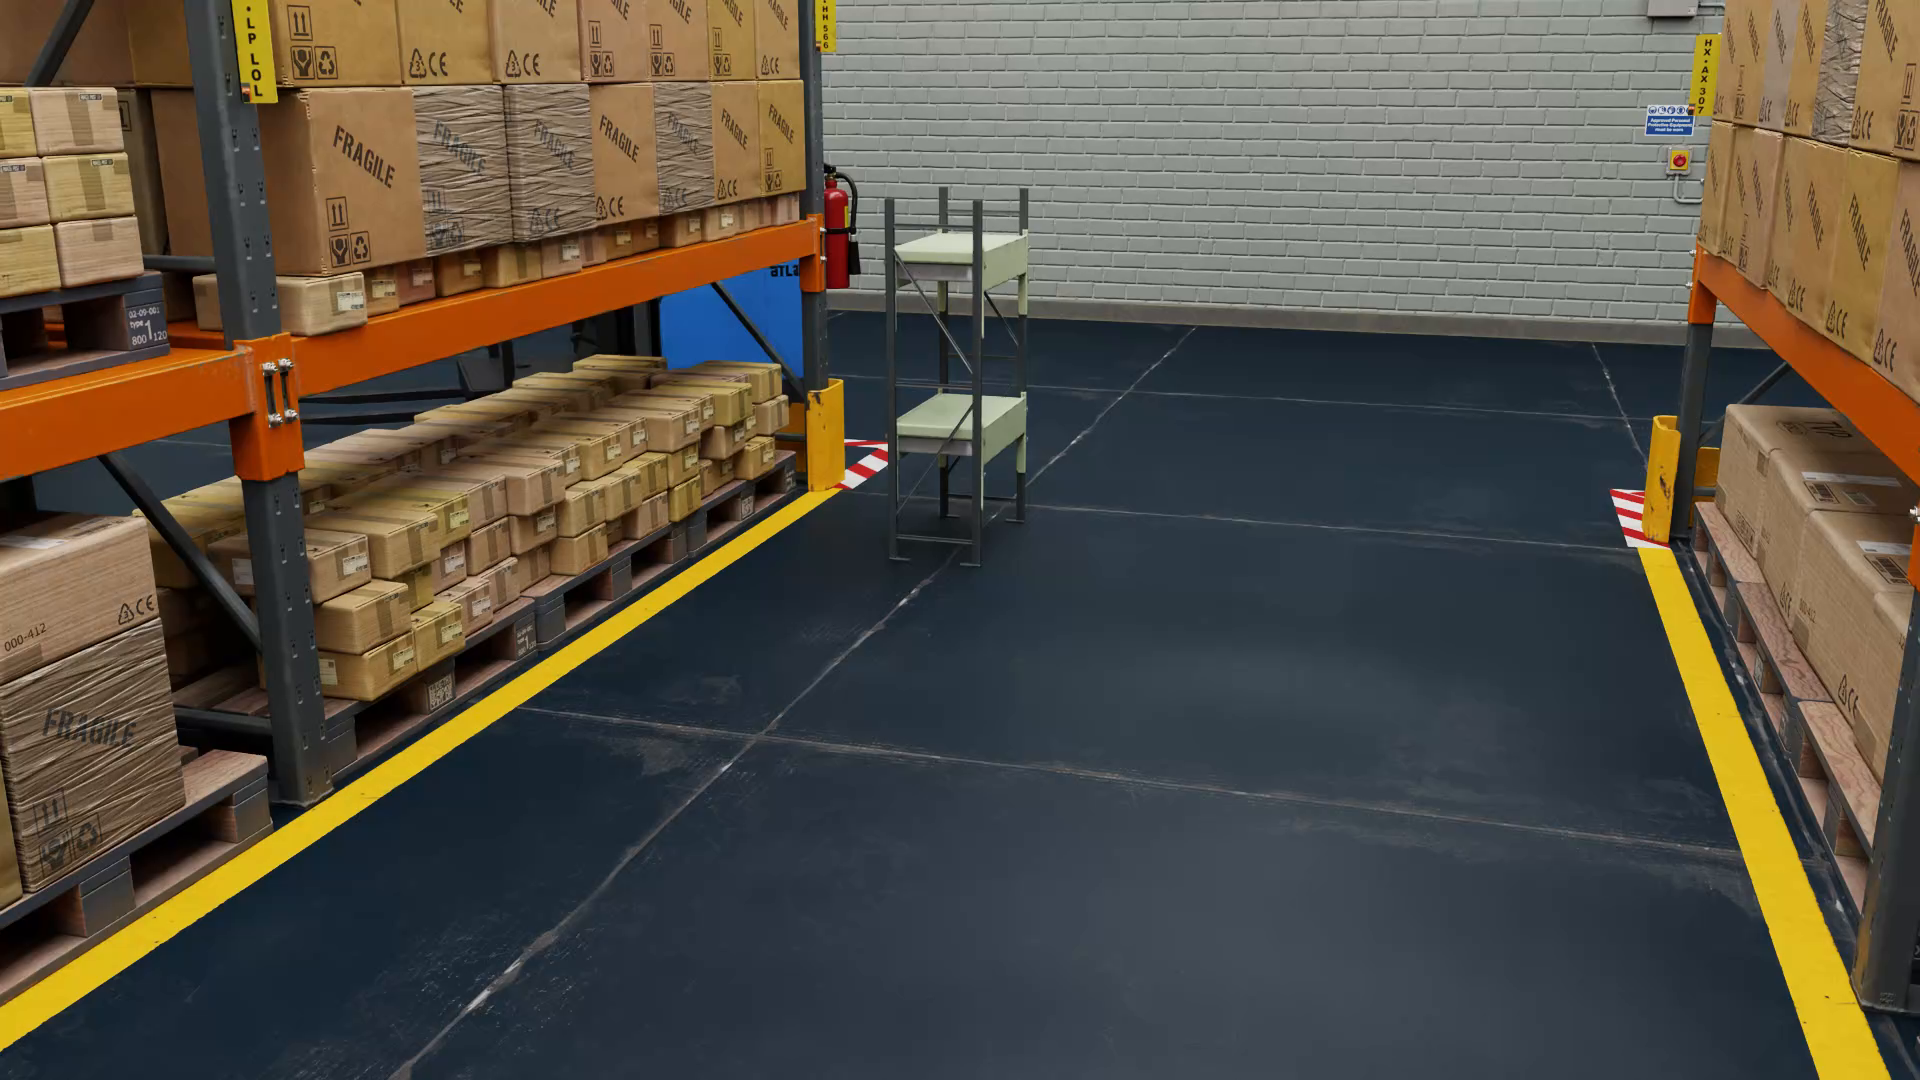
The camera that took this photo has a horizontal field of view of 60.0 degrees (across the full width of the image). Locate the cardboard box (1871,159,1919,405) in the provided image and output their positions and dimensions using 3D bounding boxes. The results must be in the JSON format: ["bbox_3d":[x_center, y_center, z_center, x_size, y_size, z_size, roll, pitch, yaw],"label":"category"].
[{"bbox_3d":[2.371,-0.571,3.664,0.500,0.500,0.500,5,17,16],"label":"cardboard box"}]

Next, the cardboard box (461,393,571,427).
[{"bbox_3d":[-1.865,-0.511,7.000,0.380,0.149,0.250,5,17,18],"label":"cardboard box"}]

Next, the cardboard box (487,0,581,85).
[{"bbox_3d":[-1.623,-1.777,5.537,0.500,0.500,0.500,5,17,17],"label":"cardboard box"}]

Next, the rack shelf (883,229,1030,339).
[{"bbox_3d":[-0.002,-1.095,7.012,0.431,0.370,0.720,5,16,16],"label":"rack shelf"}]

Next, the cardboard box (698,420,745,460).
[{"bbox_3d":[-1.176,-0.463,7.376,0.380,0.149,0.250,4,16,14],"label":"cardboard box"}]

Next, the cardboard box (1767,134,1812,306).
[{"bbox_3d":[2.804,-0.975,5.086,0.500,0.500,0.500,5,17,18],"label":"cardboard box"}]

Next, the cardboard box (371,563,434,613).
[{"bbox_3d":[-1.895,0.144,5.236,0.380,0.149,0.250,5,17,16],"label":"cardboard box"}]

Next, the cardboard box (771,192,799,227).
[{"bbox_3d":[-0.975,-1.558,7.785,0.380,0.149,0.250,5,16,16],"label":"cardboard box"}]

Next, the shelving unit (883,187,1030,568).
[{"bbox_3d":[-0.002,-0.720,7.119,0.431,1.500,0.755,5,16,16],"label":"shelving unit"}]

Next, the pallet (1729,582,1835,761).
[{"bbox_3d":[3.120,0.446,5.369,1.003,0.211,1.213,5,16,16],"label":"pallet"}]

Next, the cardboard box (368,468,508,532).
[{"bbox_3d":[-1.782,-0.138,5.683,0.380,0.149,0.250,4,16,14],"label":"cardboard box"}]

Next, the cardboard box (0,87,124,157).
[{"bbox_3d":[-2.217,-0.987,3.912,0.380,0.149,0.250,5,17,18],"label":"cardboard box"}]

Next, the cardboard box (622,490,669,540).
[{"bbox_3d":[-1.404,-0.118,6.703,0.380,0.149,0.250,5,17,17],"label":"cardboard box"}]

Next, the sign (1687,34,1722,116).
[{"bbox_3d":[3.091,-1.928,6.897,0.100,0.325,0.005,5,16,16],"label":"sign"}]

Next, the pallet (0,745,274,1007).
[{"bbox_3d":[-2.510,0.806,4.102,1.003,0.211,1.213,5,16,16],"label":"pallet"}]

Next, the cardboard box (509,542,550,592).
[{"bbox_3d":[-1.715,0.078,6.014,0.380,0.149,0.250,4,16,13],"label":"cardboard box"}]

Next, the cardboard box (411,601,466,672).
[{"bbox_3d":[-1.803,0.290,5.265,0.380,0.149,0.250,5,17,18],"label":"cardboard box"}]

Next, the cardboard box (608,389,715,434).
[{"bbox_3d":[-1.274,-0.543,7.111,0.380,0.149,0.250,4,16,14],"label":"cardboard box"}]

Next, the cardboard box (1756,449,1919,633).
[{"bbox_3d":[3.277,0.022,5.679,0.875,0.438,0.875,5,17,17],"label":"cardboard box"}]

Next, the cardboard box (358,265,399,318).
[{"bbox_3d":[-1.894,-0.741,4.904,0.380,0.149,0.250,5,17,17],"label":"cardboard box"}]

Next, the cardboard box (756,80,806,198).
[{"bbox_3d":[-1.035,-1.840,7.590,0.500,0.500,0.500,5,17,17],"label":"cardboard box"}]

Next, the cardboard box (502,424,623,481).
[{"bbox_3d":[-1.525,-0.337,6.386,0.380,0.149,0.250,5,17,16],"label":"cardboard box"}]

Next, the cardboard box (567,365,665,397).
[{"bbox_3d":[-1.591,-0.711,7.702,0.380,0.149,0.250,5,17,17],"label":"cardboard box"}]

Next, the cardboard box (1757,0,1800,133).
[{"bbox_3d":[2.933,-1.583,5.399,0.500,0.500,0.500,4,16,15],"label":"cardboard box"}]

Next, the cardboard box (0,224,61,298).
[{"bbox_3d":[-2.286,-0.633,3.756,0.380,0.149,0.250,5,17,16],"label":"cardboard box"}]

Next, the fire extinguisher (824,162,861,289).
[{"bbox_3d":[-0.640,-1.600,8.297,0.296,0.674,0.183,5,16,16],"label":"fire extinguisher"}]

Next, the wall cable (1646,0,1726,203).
[{"bbox_3d":[5.201,-3.410,11.934,0.585,1.953,0.123,5,16,16],"label":"wall cable"}]

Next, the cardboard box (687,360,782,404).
[{"bbox_3d":[-1.061,-0.745,7.822,0.380,0.149,0.250,5,17,17],"label":"cardboard box"}]

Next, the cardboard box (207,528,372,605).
[{"bbox_3d":[-1.994,0.070,4.951,0.380,0.149,0.250,5,17,18],"label":"cardboard box"}]

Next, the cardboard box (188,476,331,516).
[{"bbox_3d":[-2.340,-0.105,5.568,0.380,0.149,0.250,4,16,15],"label":"cardboard box"}]

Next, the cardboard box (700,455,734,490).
[{"bbox_3d":[-1.237,-0.325,7.433,0.380,0.149,0.250,5,16,16],"label":"cardboard box"}]

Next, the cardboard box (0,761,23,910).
[{"bbox_3d":[-2.405,0.608,3.499,0.500,0.500,0.500,4,16,15],"label":"cardboard box"}]

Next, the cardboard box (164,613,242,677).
[{"bbox_3d":[-2.506,0.301,5.226,0.380,0.149,0.250,5,17,17],"label":"cardboard box"}]

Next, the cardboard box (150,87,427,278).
[{"bbox_3d":[-1.908,-1.041,4.773,0.500,0.500,0.500,4,16,15],"label":"cardboard box"}]

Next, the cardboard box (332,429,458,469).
[{"bbox_3d":[-2.139,-0.316,6.313,0.380,0.149,0.250,4,16,14],"label":"cardboard box"}]

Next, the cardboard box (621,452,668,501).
[{"bbox_3d":[-1.401,-0.261,6.663,0.380,0.149,0.250,5,17,19],"label":"cardboard box"}]

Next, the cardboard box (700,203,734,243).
[{"bbox_3d":[-1.189,-1.360,7.089,0.380,0.149,0.250,5,17,17],"label":"cardboard box"}]

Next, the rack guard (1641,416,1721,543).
[{"bbox_3d":[3.628,-0.232,7.232,1.175,0.500,0.348,5,16,16],"label":"rack guard"}]

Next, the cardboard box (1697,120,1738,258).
[{"bbox_3d":[3.209,-1.373,6.491,0.500,0.500,0.500,4,16,15],"label":"cardboard box"}]

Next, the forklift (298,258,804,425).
[{"bbox_3d":[-2.328,-2.037,9.140,3.031,2.935,1.130,-6,17,-19],"label":"forklift"}]

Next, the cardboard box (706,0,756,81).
[{"bbox_3d":[-1.189,-2.187,6.981,0.500,0.500,0.500,4,16,14],"label":"cardboard box"}]

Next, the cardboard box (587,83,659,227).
[{"bbox_3d":[-1.472,-1.442,6.189,0.500,0.500,0.500,5,17,19],"label":"cardboard box"}]

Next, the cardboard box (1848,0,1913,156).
[{"bbox_3d":[2.506,-1.188,4.006,0.500,0.500,0.500,4,16,15],"label":"cardboard box"}]

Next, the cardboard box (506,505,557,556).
[{"bbox_3d":[-1.680,-0.063,5.966,0.380,0.149,0.250,5,17,18],"label":"cardboard box"}]

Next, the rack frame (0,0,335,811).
[{"bbox_3d":[-2.290,-0.740,4.440,1.000,3.000,0.127,5,16,16],"label":"rack frame"}]

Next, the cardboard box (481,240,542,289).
[{"bbox_3d":[-1.651,-0.946,5.628,0.380,0.149,0.250,5,17,17],"label":"cardboard box"}]

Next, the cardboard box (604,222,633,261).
[{"bbox_3d":[-1.485,-1.157,6.372,0.380,0.149,0.250,5,17,17],"label":"cardboard box"}]

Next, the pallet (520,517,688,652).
[{"bbox_3d":[-1.789,0.103,6.578,1.003,0.211,1.213,5,16,16],"label":"pallet"}]

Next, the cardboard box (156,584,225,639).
[{"bbox_3d":[-2.506,0.180,5.108,0.380,0.149,0.250,5,17,17],"label":"cardboard box"}]

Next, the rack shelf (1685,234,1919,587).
[{"bbox_3d":[3.053,-0.559,5.122,1.077,0.370,4.000,5,16,16],"label":"rack shelf"}]
